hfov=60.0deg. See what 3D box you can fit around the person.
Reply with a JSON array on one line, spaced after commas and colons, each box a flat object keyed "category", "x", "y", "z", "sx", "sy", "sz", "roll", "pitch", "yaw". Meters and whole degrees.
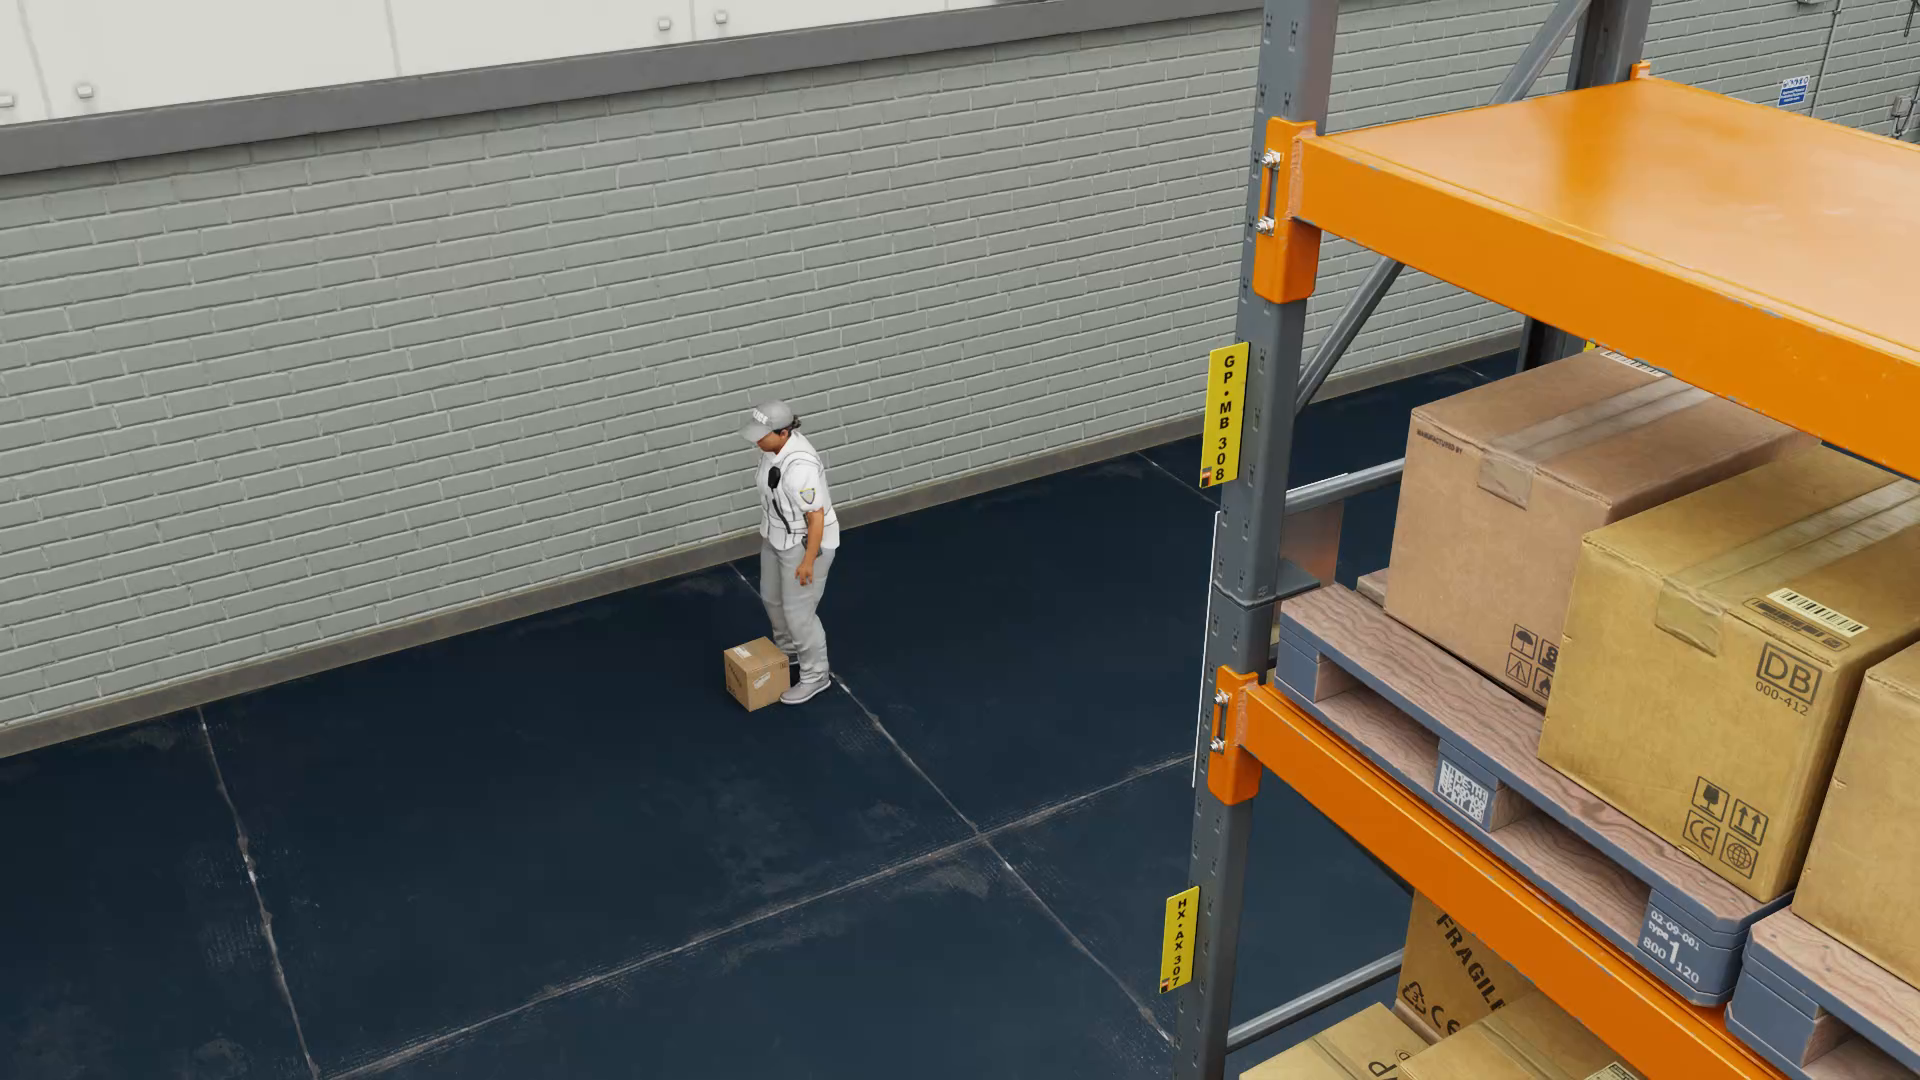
[{"category": "person", "x": -0.877, "y": 0.026, "z": 8.502, "sx": 0.470, "sy": 1.665, "sz": 0.537, "roll": -16, "pitch": 33, "yaw": -26}]
